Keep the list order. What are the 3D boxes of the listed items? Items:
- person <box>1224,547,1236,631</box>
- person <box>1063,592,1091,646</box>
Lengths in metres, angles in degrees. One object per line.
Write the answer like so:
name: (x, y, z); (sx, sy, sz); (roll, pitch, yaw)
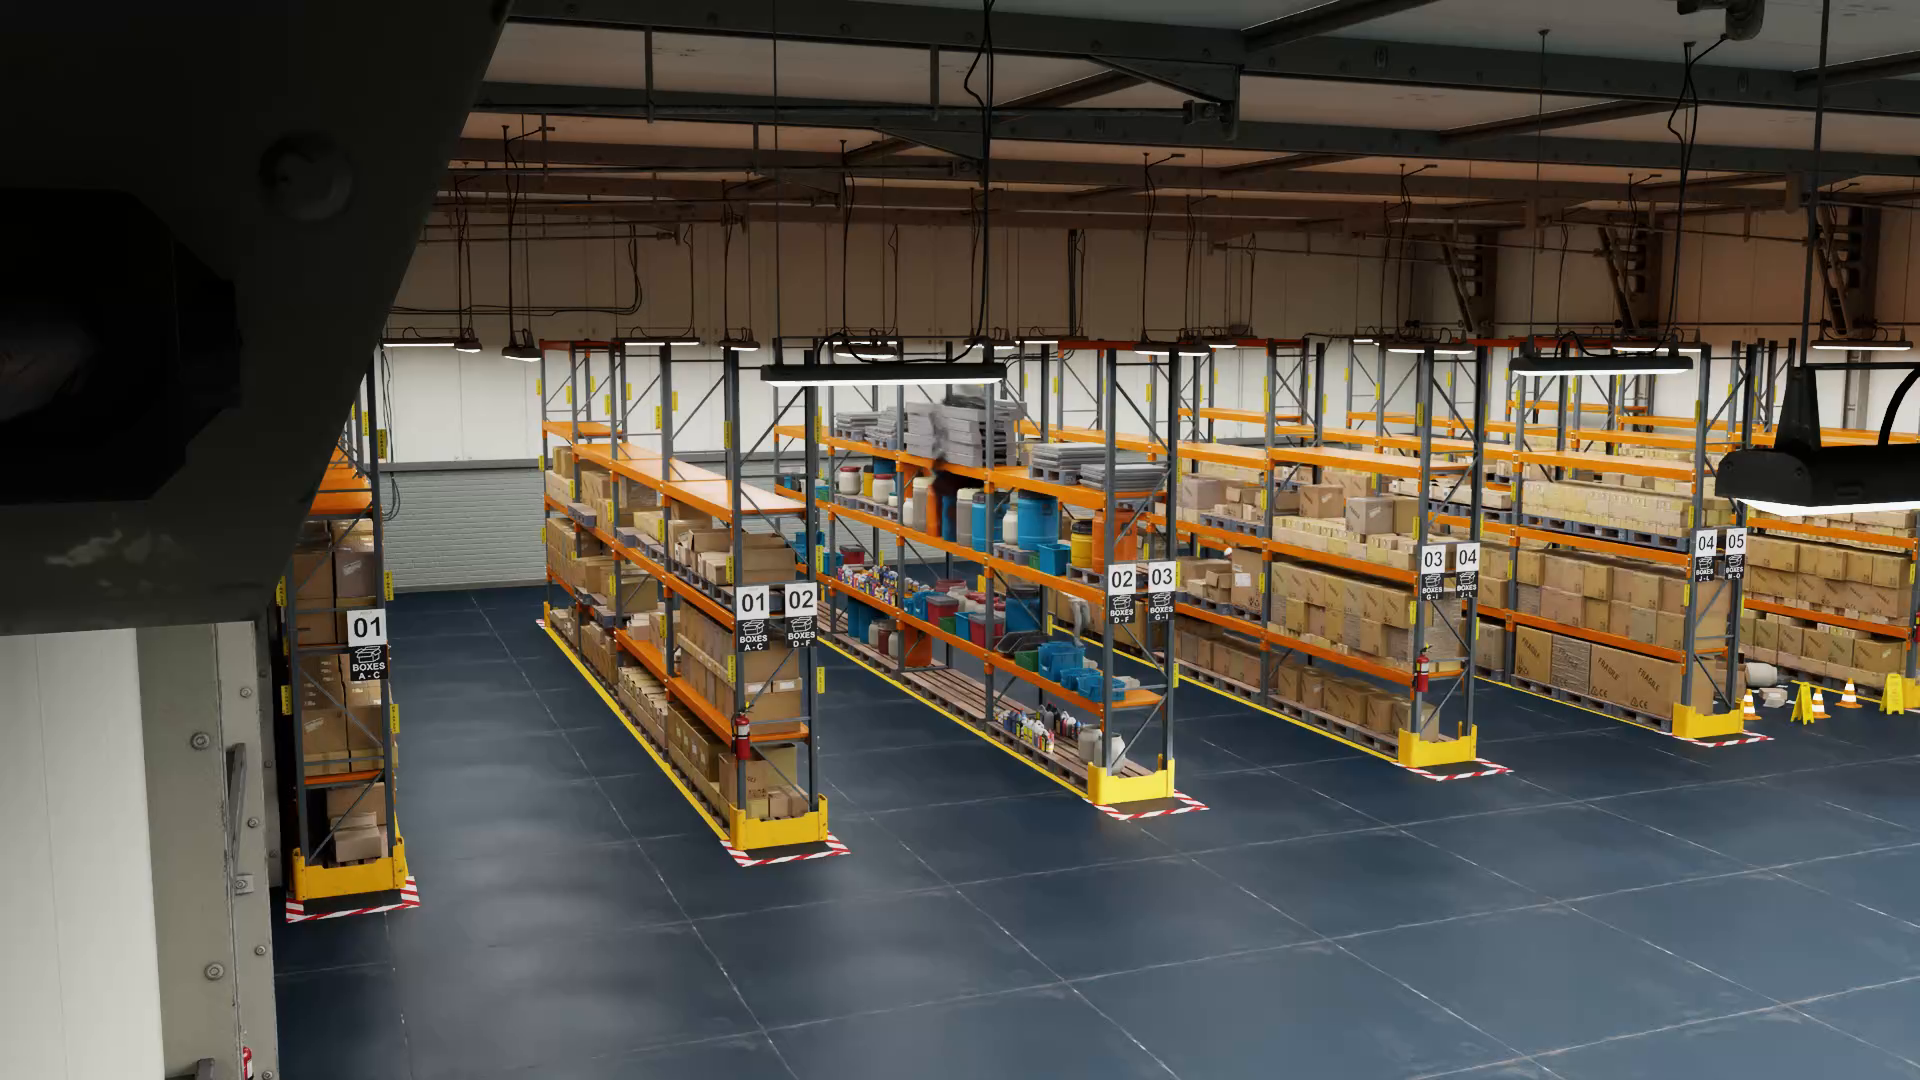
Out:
person: (5.607, 1.016, 34.321); (0.656, 1.722, 0.603); (-5, 9, -31)
person: (2.232, 1.169, 31.255); (0.611, 1.656, 0.467); (-3, 8, -24)
